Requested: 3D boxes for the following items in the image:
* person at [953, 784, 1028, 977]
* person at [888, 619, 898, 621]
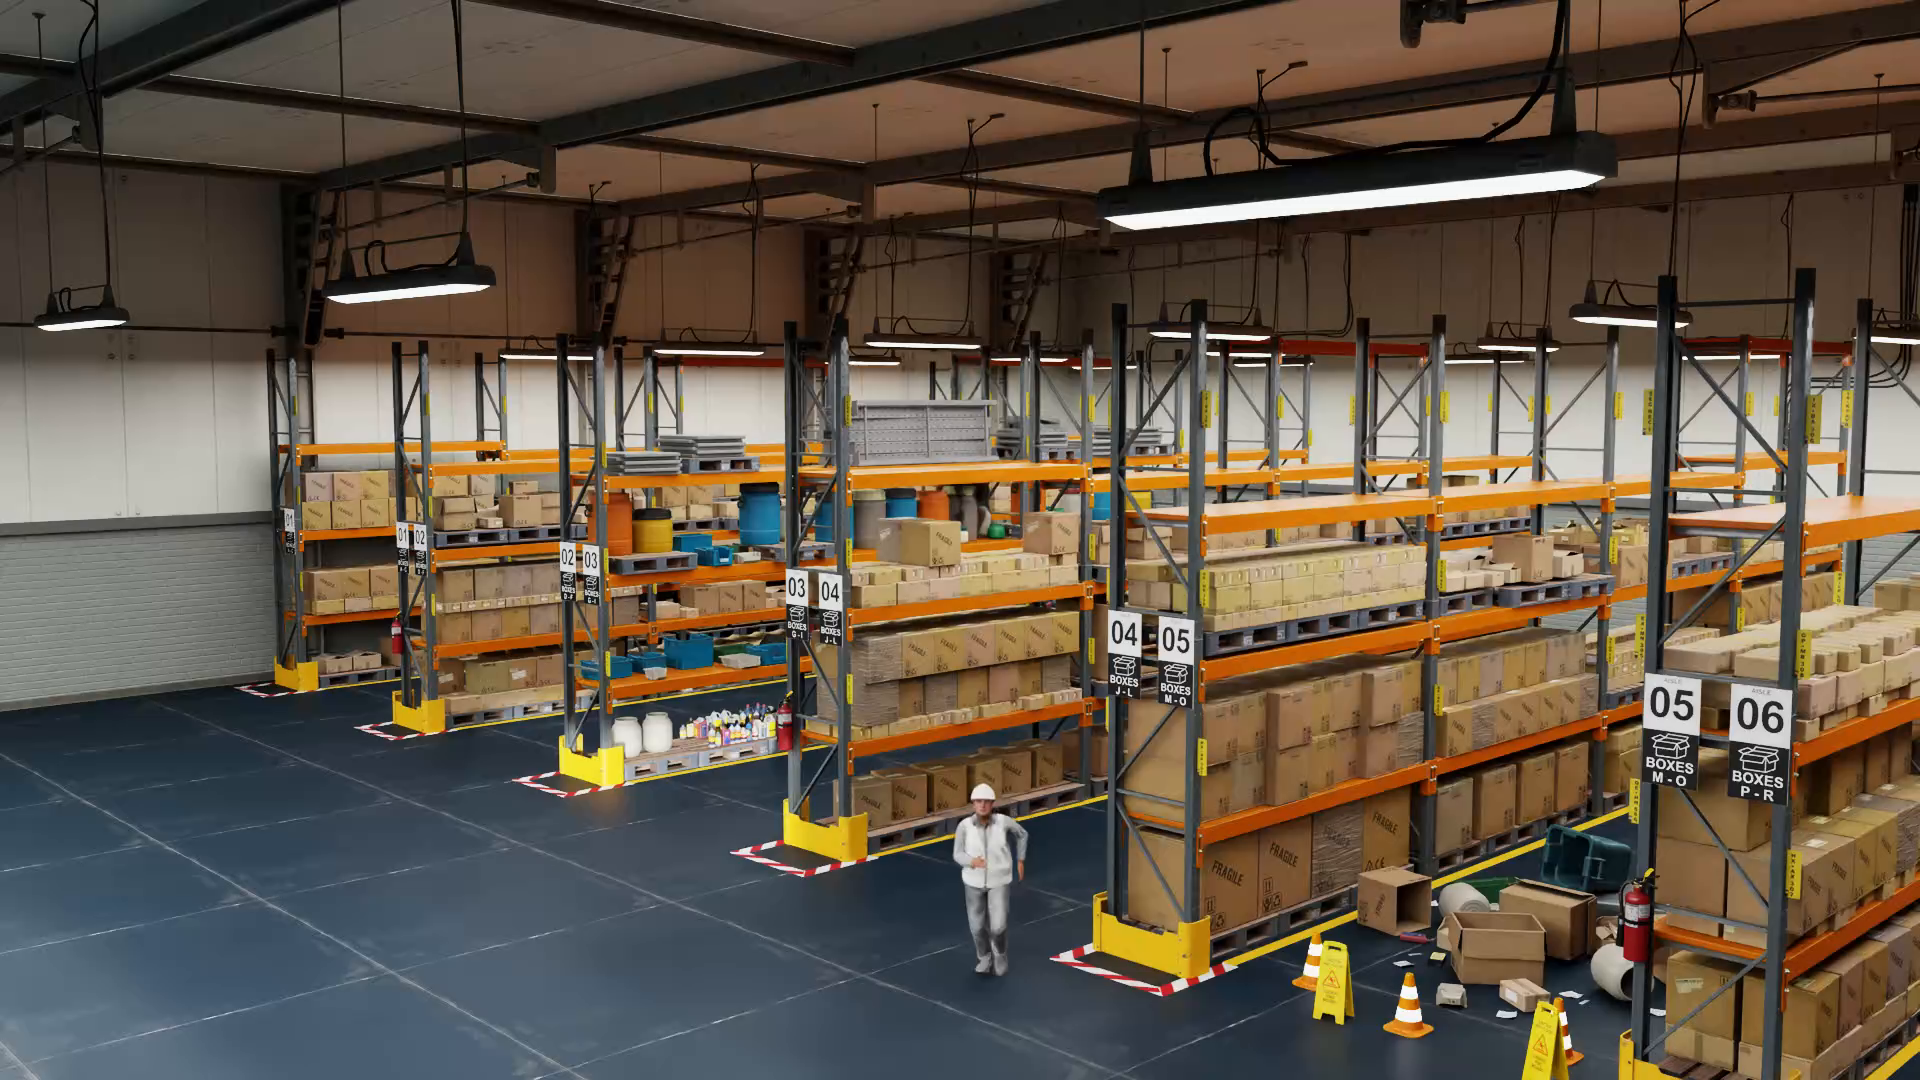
[{"bbox_3d":[0.260,3.014,14.640,0.639,1.740,0.708,1,5,6],"label":"person"},{"bbox_3d":[-1.348,1.882,28.238,0.686,1.658,0.688,-4,6,-40],"label":"person"}]
